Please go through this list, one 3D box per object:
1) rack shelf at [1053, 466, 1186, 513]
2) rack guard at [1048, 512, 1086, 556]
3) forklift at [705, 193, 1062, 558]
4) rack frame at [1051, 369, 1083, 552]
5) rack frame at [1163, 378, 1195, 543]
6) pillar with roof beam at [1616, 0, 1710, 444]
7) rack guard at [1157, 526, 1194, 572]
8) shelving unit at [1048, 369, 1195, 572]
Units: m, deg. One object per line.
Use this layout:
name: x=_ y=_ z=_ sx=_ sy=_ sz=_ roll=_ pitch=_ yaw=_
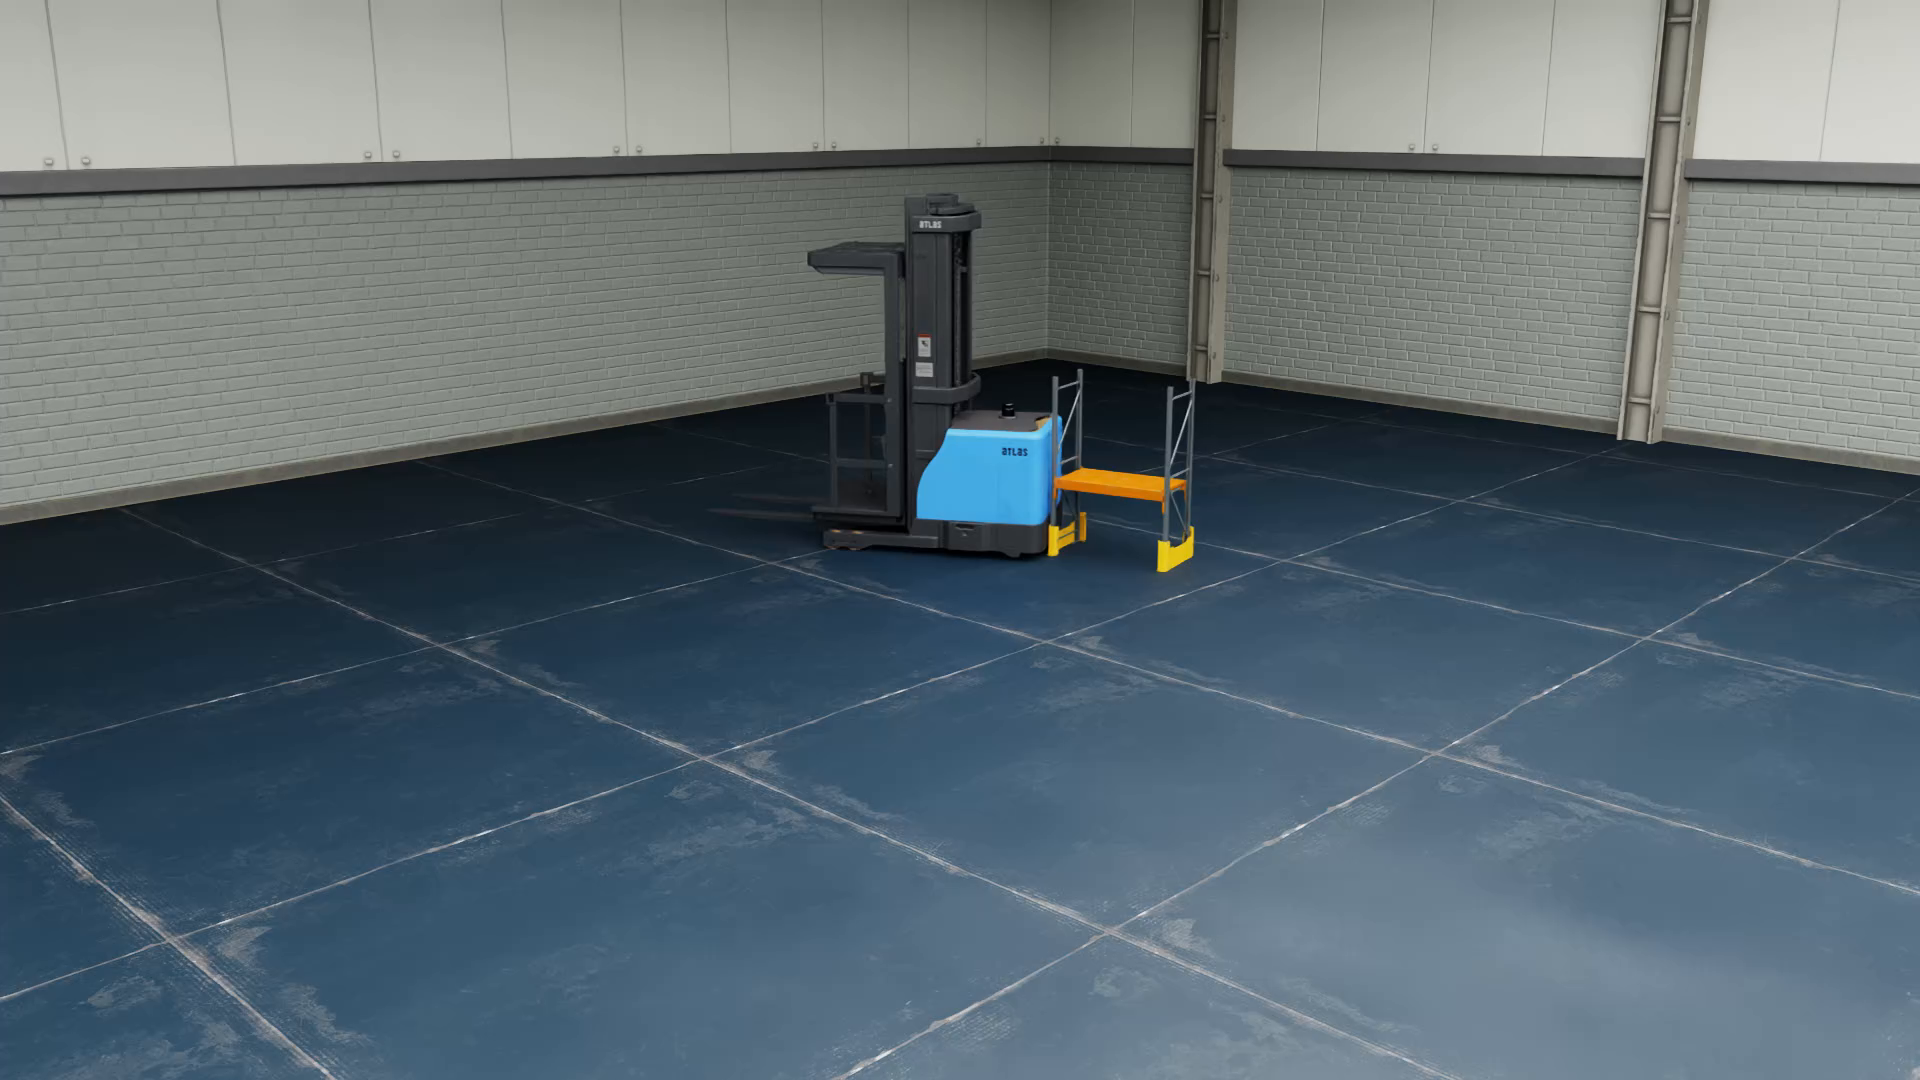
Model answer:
rack shelf: x=1.336 y=-0.424 z=13.799 sx=1.000 sy=0.185 sz=0.538 roll=8 pitch=17 yaw=29
rack guard: x=0.914 y=-0.055 z=14.149 sx=0.087 sy=0.250 sz=0.587 roll=8 pitch=17 yaw=29
forklift: x=-0.681 y=-1.450 z=14.184 sx=3.031 sy=2.935 sz=1.130 roll=3 pitch=15 yaw=13
rack frame: x=0.897 y=-0.663 z=14.001 sx=0.032 sy=1.500 sz=0.500 roll=8 pitch=17 yaw=29
rack frame: x=1.776 y=-0.534 z=13.506 sx=0.032 sy=1.500 sz=0.500 roll=8 pitch=17 yaw=29
pillar with roof beam: x=4.680 y=-4.704 z=14.639 sx=0.400 sy=9.000 sz=9.100 roll=14 pitch=20 yaw=42
rack guard: x=1.775 y=0.071 z=13.664 sx=0.087 sy=0.250 sz=0.587 roll=8 pitch=17 yaw=29
shelving unit: x=1.344 y=-0.597 z=13.749 sx=1.083 sy=1.500 sz=0.587 roll=8 pitch=17 yaw=29
